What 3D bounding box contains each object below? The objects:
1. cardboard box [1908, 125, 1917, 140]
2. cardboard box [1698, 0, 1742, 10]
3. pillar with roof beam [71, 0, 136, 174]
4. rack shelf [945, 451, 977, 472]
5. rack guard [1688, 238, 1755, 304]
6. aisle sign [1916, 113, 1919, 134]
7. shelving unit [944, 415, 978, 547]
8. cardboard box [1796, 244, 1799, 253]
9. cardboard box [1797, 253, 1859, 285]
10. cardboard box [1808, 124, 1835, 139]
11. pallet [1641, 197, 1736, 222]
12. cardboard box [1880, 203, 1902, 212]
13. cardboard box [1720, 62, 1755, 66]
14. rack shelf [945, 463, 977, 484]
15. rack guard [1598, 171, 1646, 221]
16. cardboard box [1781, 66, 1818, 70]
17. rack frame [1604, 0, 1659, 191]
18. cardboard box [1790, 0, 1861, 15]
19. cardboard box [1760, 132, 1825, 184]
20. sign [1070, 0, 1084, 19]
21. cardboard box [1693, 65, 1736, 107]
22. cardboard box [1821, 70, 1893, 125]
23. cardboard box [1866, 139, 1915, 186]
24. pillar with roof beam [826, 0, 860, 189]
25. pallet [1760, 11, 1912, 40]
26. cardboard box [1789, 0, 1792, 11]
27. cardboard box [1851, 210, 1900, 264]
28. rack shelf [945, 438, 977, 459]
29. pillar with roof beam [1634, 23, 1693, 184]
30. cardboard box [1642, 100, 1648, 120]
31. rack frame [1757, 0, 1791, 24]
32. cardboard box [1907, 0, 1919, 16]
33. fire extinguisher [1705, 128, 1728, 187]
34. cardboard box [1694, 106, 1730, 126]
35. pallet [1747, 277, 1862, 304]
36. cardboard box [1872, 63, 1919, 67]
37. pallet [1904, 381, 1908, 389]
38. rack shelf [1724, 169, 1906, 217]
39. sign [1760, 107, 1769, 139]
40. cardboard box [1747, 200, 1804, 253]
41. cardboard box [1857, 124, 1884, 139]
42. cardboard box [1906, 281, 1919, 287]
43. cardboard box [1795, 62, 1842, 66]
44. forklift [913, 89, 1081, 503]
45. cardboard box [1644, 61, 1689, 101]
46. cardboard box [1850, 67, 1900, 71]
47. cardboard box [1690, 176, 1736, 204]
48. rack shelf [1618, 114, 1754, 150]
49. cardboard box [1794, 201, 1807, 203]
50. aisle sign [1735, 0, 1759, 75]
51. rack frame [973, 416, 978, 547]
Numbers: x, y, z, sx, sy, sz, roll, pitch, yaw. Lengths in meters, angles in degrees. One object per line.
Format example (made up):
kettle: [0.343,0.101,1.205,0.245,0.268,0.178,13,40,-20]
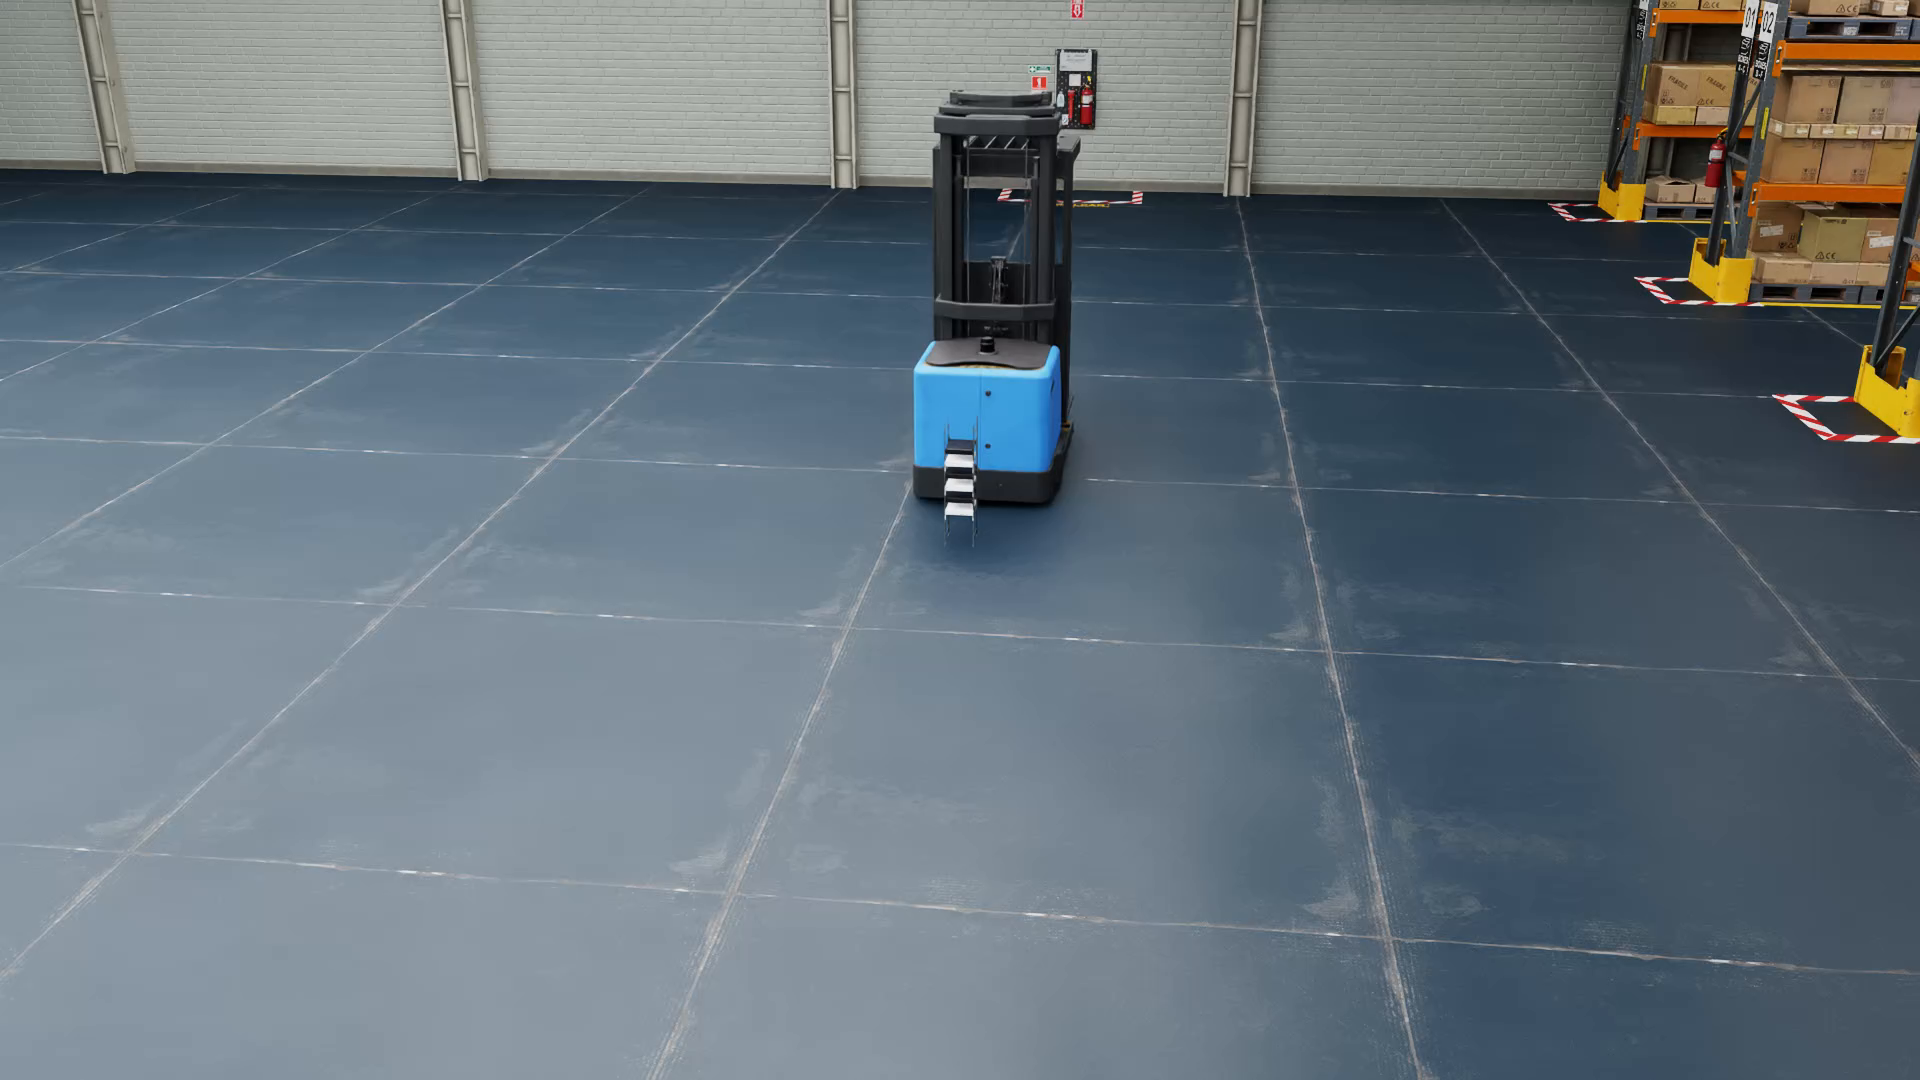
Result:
cardboard box: [10.407,-4.462,18.128,0.250,0.149,0.380,2,22,6]
cardboard box: [10.174,-7.382,22.289,0.500,0.500,0.500,4,22,10]
pillar with roof beam: [-14.201,-8.615,21.492,0.400,9.000,9.100,2,22,6]
rack shelf: [0.008,-0.555,11.720,0.200,0.077,0.258,2,22,6]
rack guard: [8.739,-3.103,19.109,0.348,0.500,1.175,2,22,6]
aisle sign: [8.140,-3.777,13.877,0.004,0.787,0.394,2,22,6]
shelving unit: [0.008,-0.418,11.773,0.210,0.900,0.258,2,22,6]
cardboard box: [9.828,-3.248,19.245,0.500,0.250,0.500,2,22,6]
cardboard box: [9.766,-3.056,18.759,0.500,0.250,0.500,2,22,6]
cardboard box: [9.390,-4.506,18.240,0.250,0.149,0.380,2,22,5]
pallet: [10.220,-4.725,23.604,1.213,0.211,1.003,2,22,6]
cardboard box: [10.822,-3.555,19.001,0.500,0.500,0.500,2,22,6]
cardboard box: [10.848,-6.372,23.135,0.500,0.500,0.500,2,22,5]
rack shelf: [0.008,-0.471,11.753,0.200,0.077,0.258,2,22,6]
rack guard: [9.418,-4.907,23.673,0.348,0.500,1.175,2,22,6]
cardboard box: [11.297,-6.163,22.607,0.500,0.500,0.500,3,22,8]
rack frame: [9.342,-6.073,23.221,0.127,3.000,1.000,2,22,6]
cardboard box: [9.333,-5.941,17.906,0.637,0.503,0.797,4,22,10]
cardboard box: [9.225,-4.286,18.565,0.500,0.500,0.700,3,22,6]
sign: [1.735,-7.854,24.573,0.199,0.298,0.001,2,22,6]
cardboard box: [10.271,-6.206,22.714,0.500,0.500,0.500,3,22,6]
cardboard box: [9.801,-4.866,18.268,0.500,0.500,0.700,2,22,5]
cardboard box: [10.240,-4.241,18.452,0.500,0.500,0.700,3,22,7]
pillar with roof beam: [-2.284,-8.096,20.178,0.400,9.000,9.100,2,22,6]
pallet: [9.462,-5.578,18.010,1.213,0.211,1.003,2,22,6]
cardboard box: [11.225,-7.345,22.197,0.500,0.500,0.500,4,22,10]
cardboard box: [10.264,-3.387,18.577,0.500,0.500,0.500,2,22,6]
rack shelf: [0.008,-0.638,11.686,0.200,0.077,0.258,2,22,6]
pillar with roof beam: [9.633,-7.577,18.865,0.400,9.000,9.100,2,22,6]
cardboard box: [9.829,-6.063,23.373,0.500,0.250,0.500,3,22,7]
rack frame: [8.763,-7.054,17.543,0.127,3.000,1.000,2,22,6]
cardboard box: [10.380,-5.795,17.539,0.500,0.500,0.500,2,22,6]
fire extinguisher: [8.700,-4.403,19.102,0.183,0.674,0.296,2,22,6]
cardboard box: [10.307,-5.858,22.855,0.500,0.250,0.500,2,22,5]
pallet: [9.527,-2.950,19.114,1.213,0.211,1.003,2,22,6]
cardboard box: [12.872,-6.285,22.914,0.500,0.500,0.500,2,22,5]
pallet: [9.064,-1.136,14.526,1.213,0.211,1.003,2,22,6]
rack shelf: [10.749,-3.843,18.560,4.000,0.370,1.077,2,22,6]
sign: [8.692,-4.501,17.961,0.005,0.325,0.100,2,22,6]
cardboard box: [9.331,-3.615,19.153,0.500,0.500,0.500,2,22,6]
cardboard box: [9.888,-4.483,18.182,0.250,0.149,0.380,2,22,5]
cardboard box: [10.759,-3.011,18.645,0.500,0.250,0.500,2,22,6]
cardboard box: [11.865,-6.332,23.034,0.500,0.500,0.500,3,22,8]
forklift: [0.368,-2.147,13.384,1.130,2.935,3.031,3,22,8]
cardboard box: [9.836,-6.419,23.252,0.500,0.500,0.500,2,22,6]
cardboard box: [12.312,-6.115,22.485,0.500,0.500,0.500,2,22,6]
cardboard box: [10.585,-4.940,23.414,0.500,0.311,0.500,4,22,11]
rack shelf: [11.329,-5.652,23.135,4.000,0.370,1.077,2,22,6]
cardboard box: [11.729,-4.855,23.420,0.250,0.149,0.380,1,22,2]
aisle sign: [8.732,-5.583,18.447,0.004,0.787,0.394,2,22,6]
rack frame: [0.109,-0.414,11.762,0.006,0.900,0.240,2,22,6]
